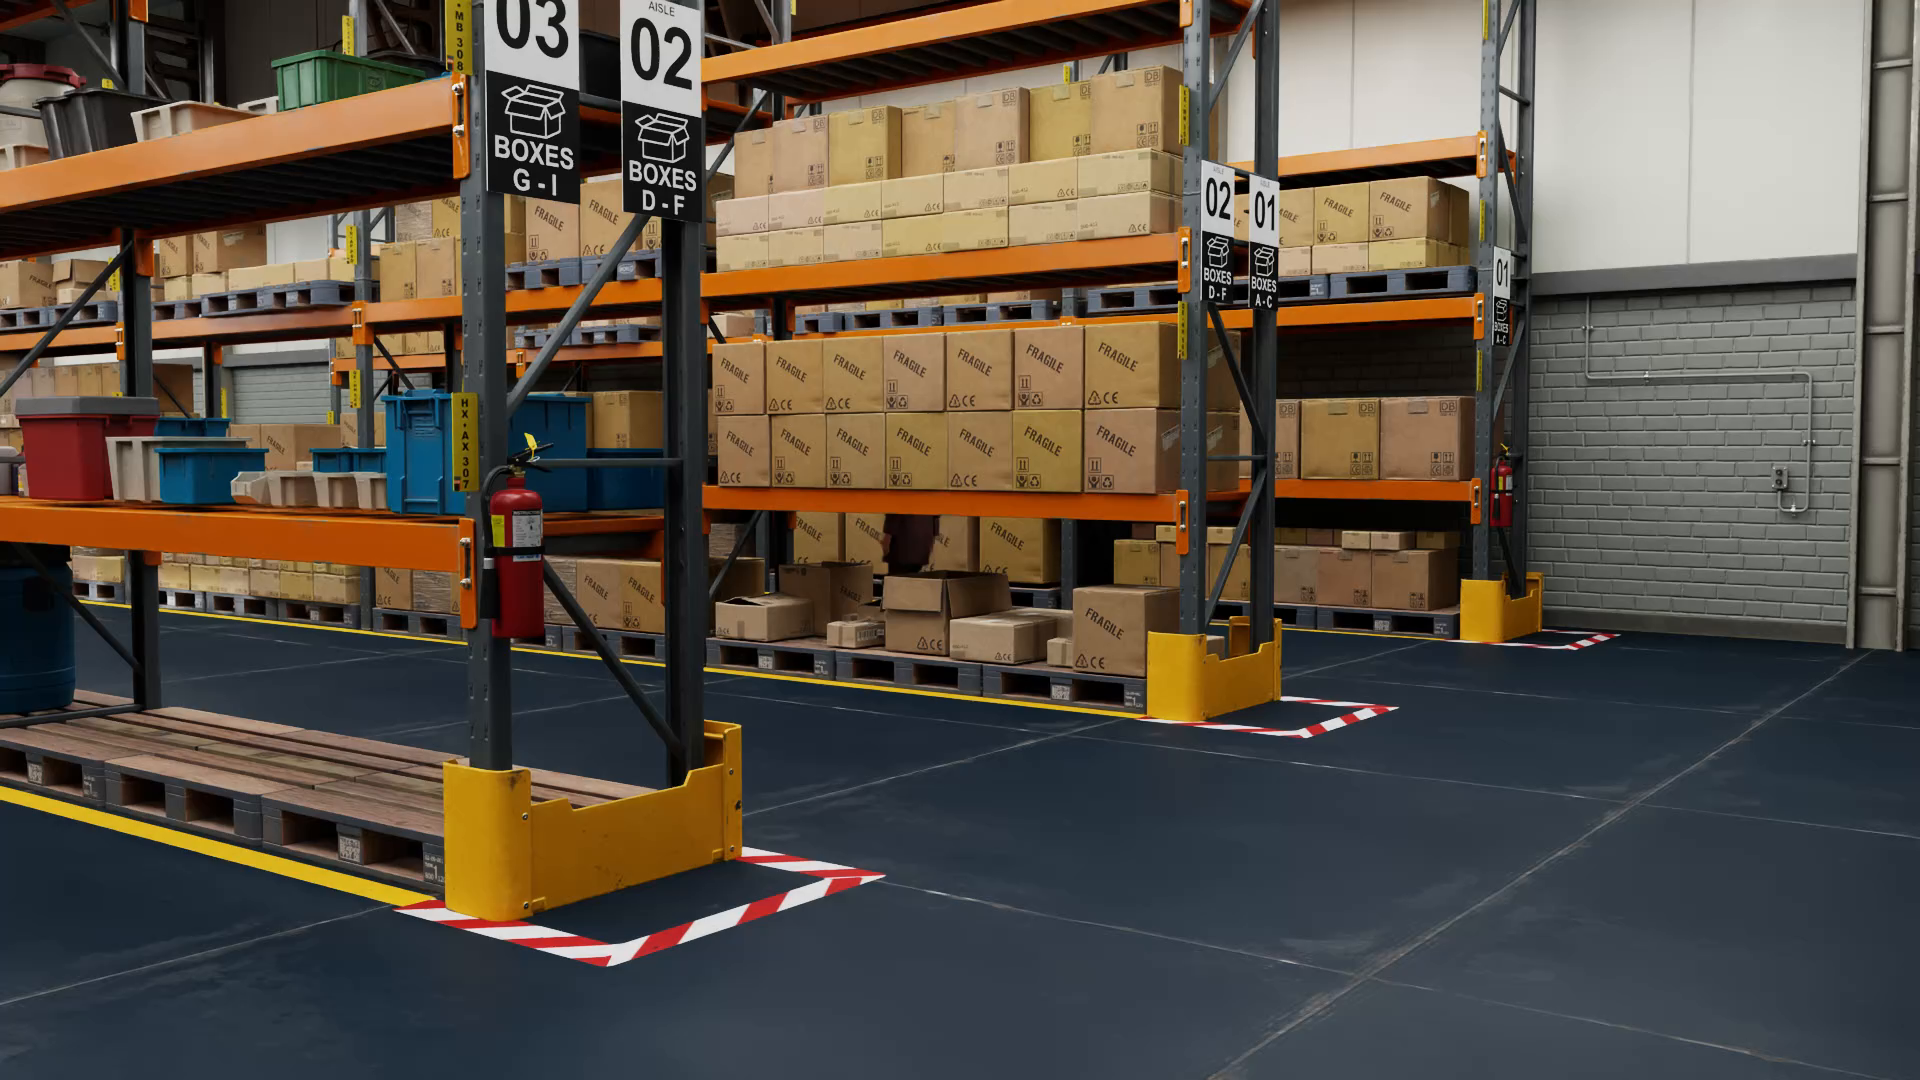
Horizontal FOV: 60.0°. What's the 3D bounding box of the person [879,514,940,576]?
[{"bbox_3d":[-0.414,-0.011,13.309,0.502,1.822,0.596,2,4,35],"label":"person"}]
